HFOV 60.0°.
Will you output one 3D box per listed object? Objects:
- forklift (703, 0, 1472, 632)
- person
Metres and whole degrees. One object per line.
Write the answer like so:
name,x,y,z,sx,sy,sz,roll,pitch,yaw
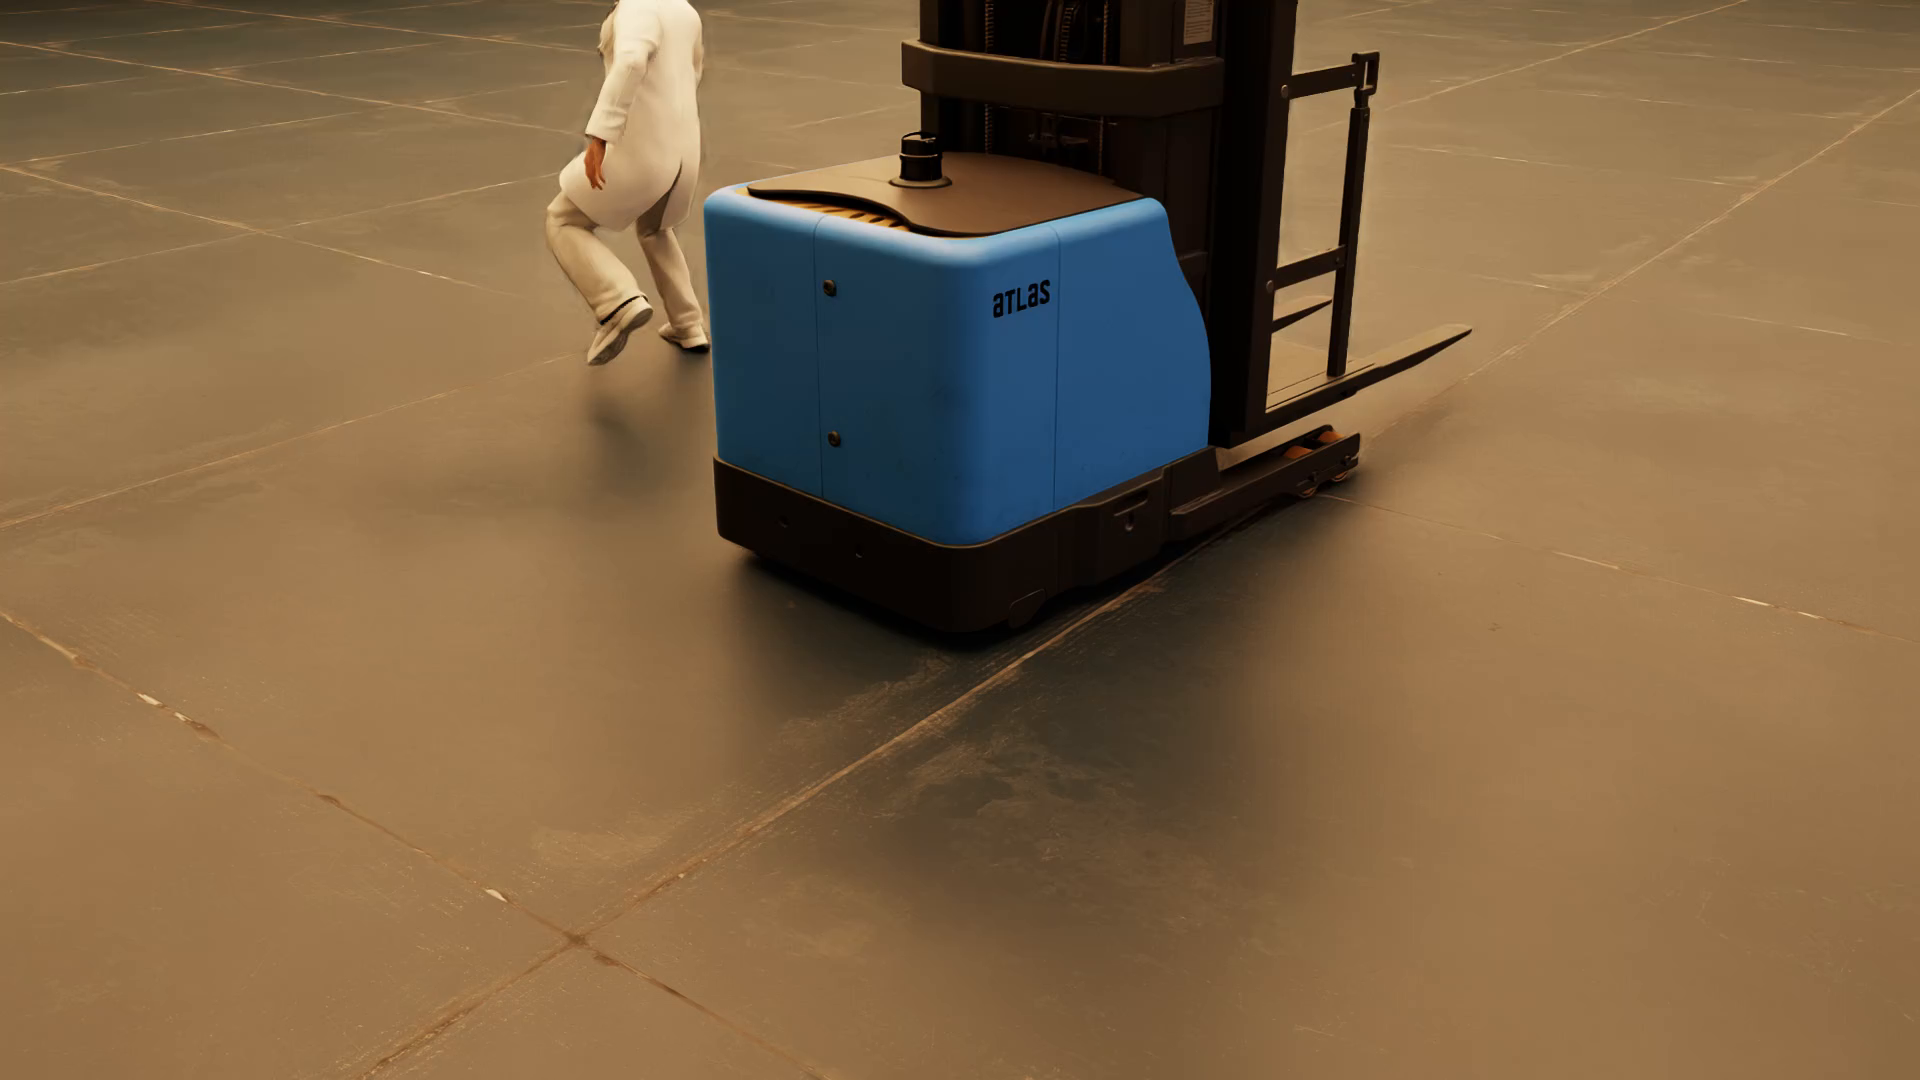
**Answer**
forklift,0.664,-1.603,5.025,1.130,2.935,3.031,21,31,39
person,-1.238,-1.496,6.422,0.581,1.670,0.922,14,27,28
